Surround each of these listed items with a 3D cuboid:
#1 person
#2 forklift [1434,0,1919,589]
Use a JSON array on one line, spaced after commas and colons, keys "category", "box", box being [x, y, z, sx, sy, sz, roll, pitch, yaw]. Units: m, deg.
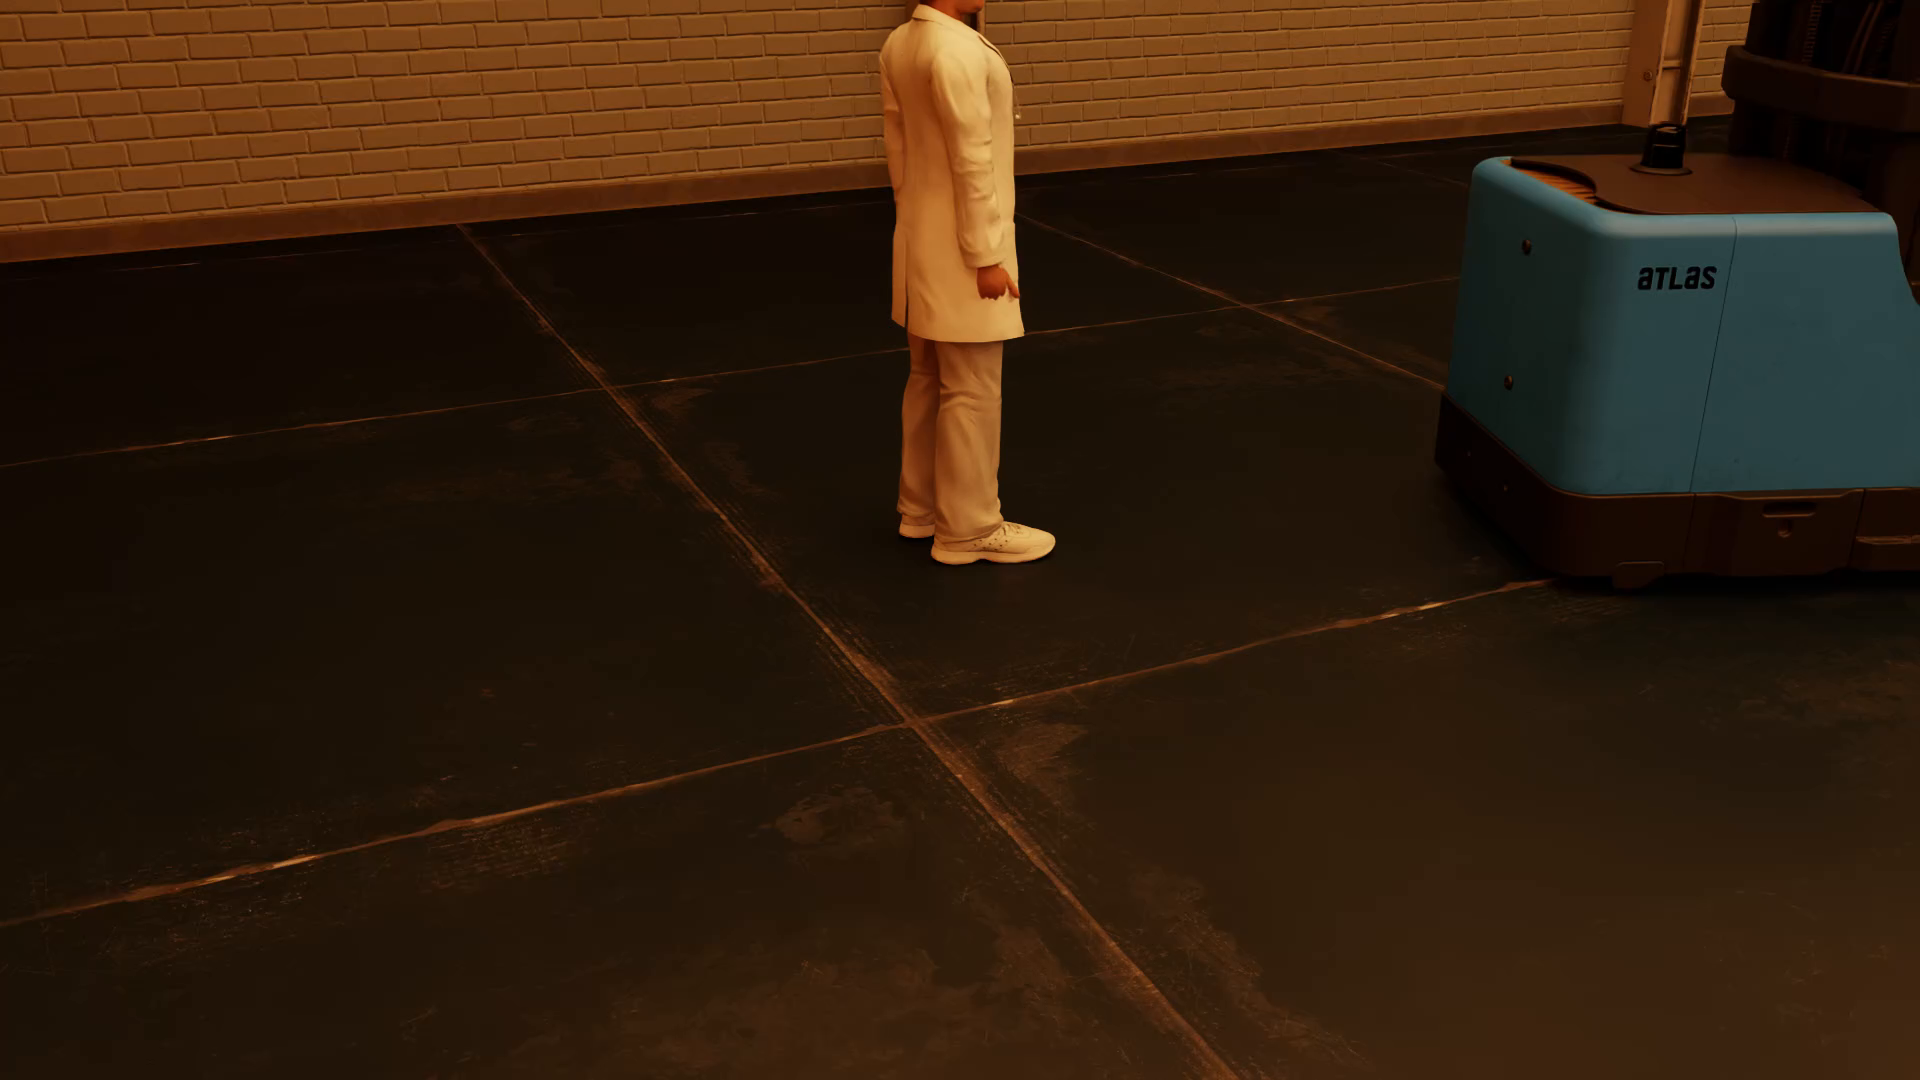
[{"category": "person", "box": [0.013, -0.830, 4.782, 0.389, 1.782, 0.551, -10, 25, -23]}, {"category": "forklift", "box": [3.125, -1.425, 4.717, 3.031, 2.935, 1.130, -2, 23, -4]}]
